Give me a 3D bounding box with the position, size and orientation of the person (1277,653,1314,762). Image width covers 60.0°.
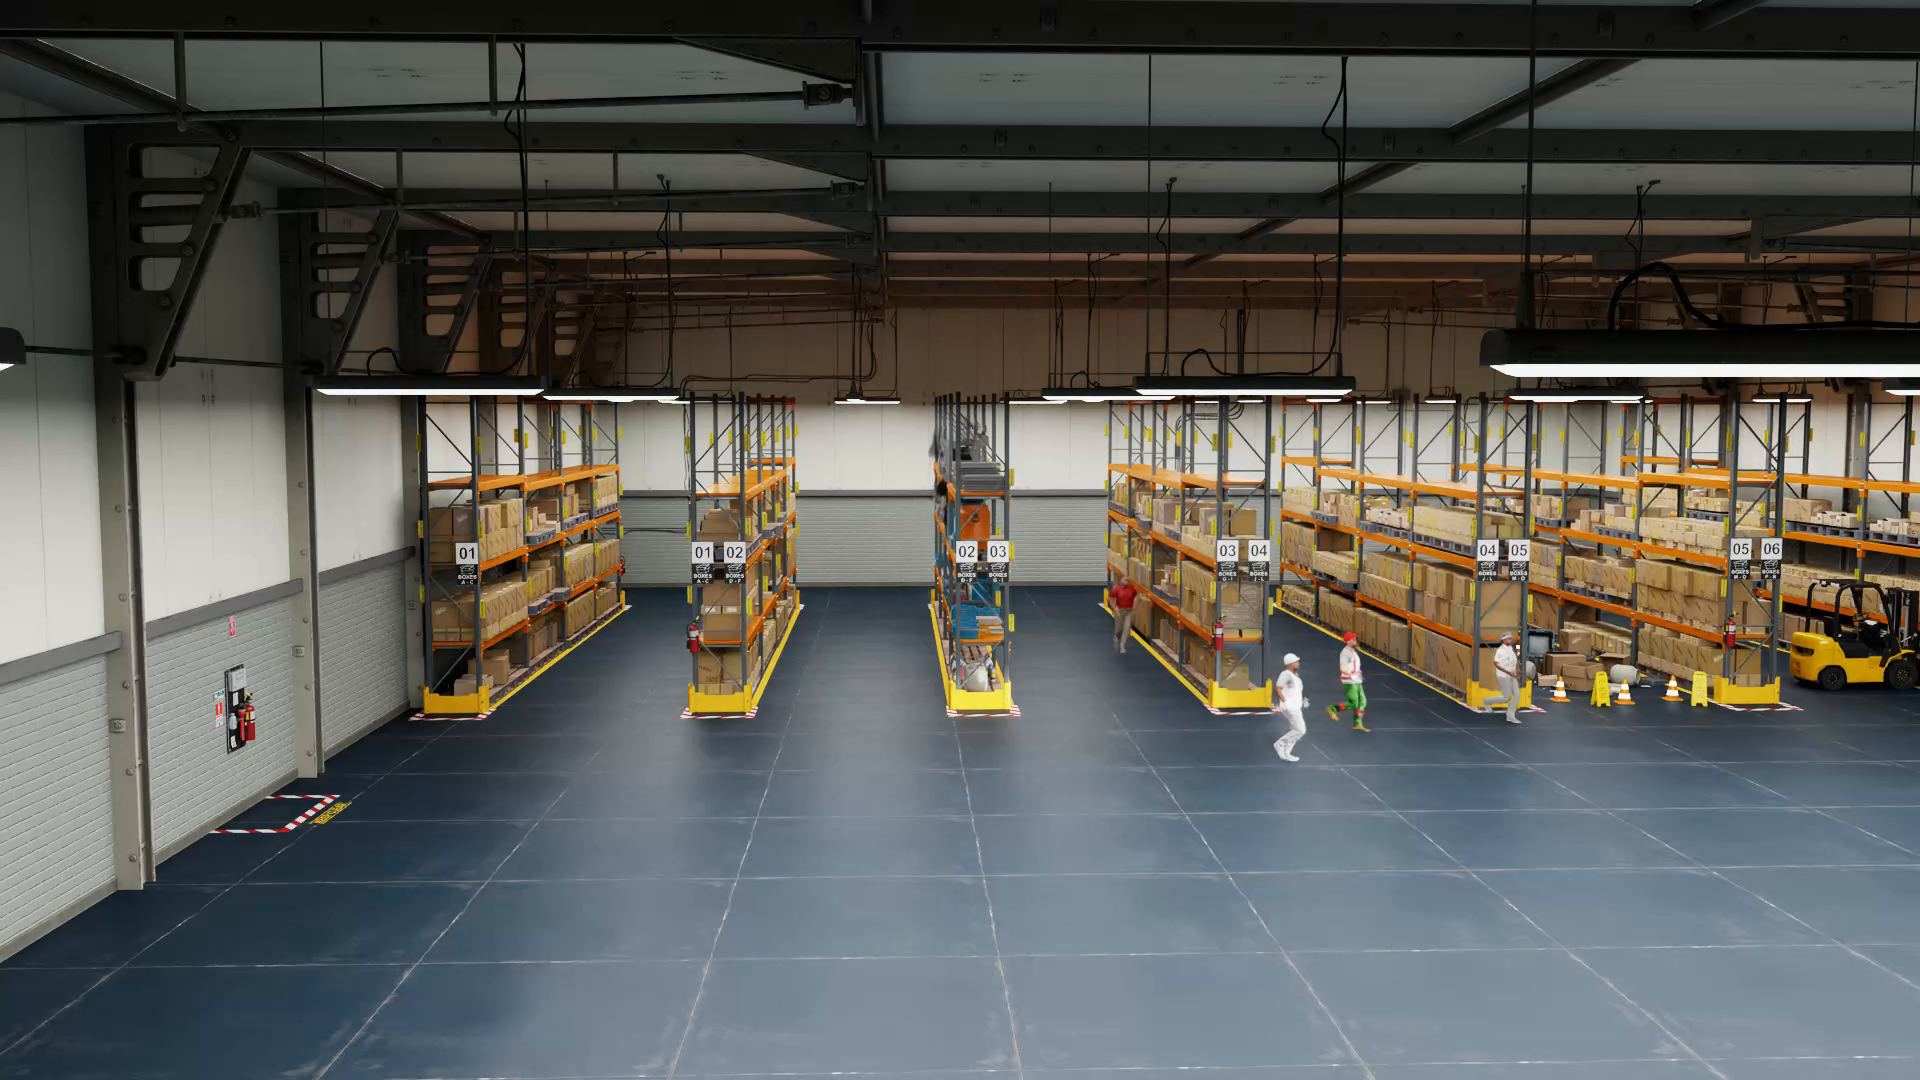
[{"bbox_3d":[5.415,2.701,26.779,0.518,1.750,0.670,2,5,23],"label":"person"}]

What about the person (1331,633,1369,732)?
[{"bbox_3d":[6.925,2.509,29.417,0.681,1.756,0.658,2,5,26],"label":"person"}]

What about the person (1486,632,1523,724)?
[{"bbox_3d":[9.953,2.494,30.192,0.575,1.661,0.582,4,6,44],"label":"person"}]

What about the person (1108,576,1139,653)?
[{"bbox_3d":[3.638,1.637,36.958,0.684,1.705,0.651,-1,5,-9],"label":"person"}]
